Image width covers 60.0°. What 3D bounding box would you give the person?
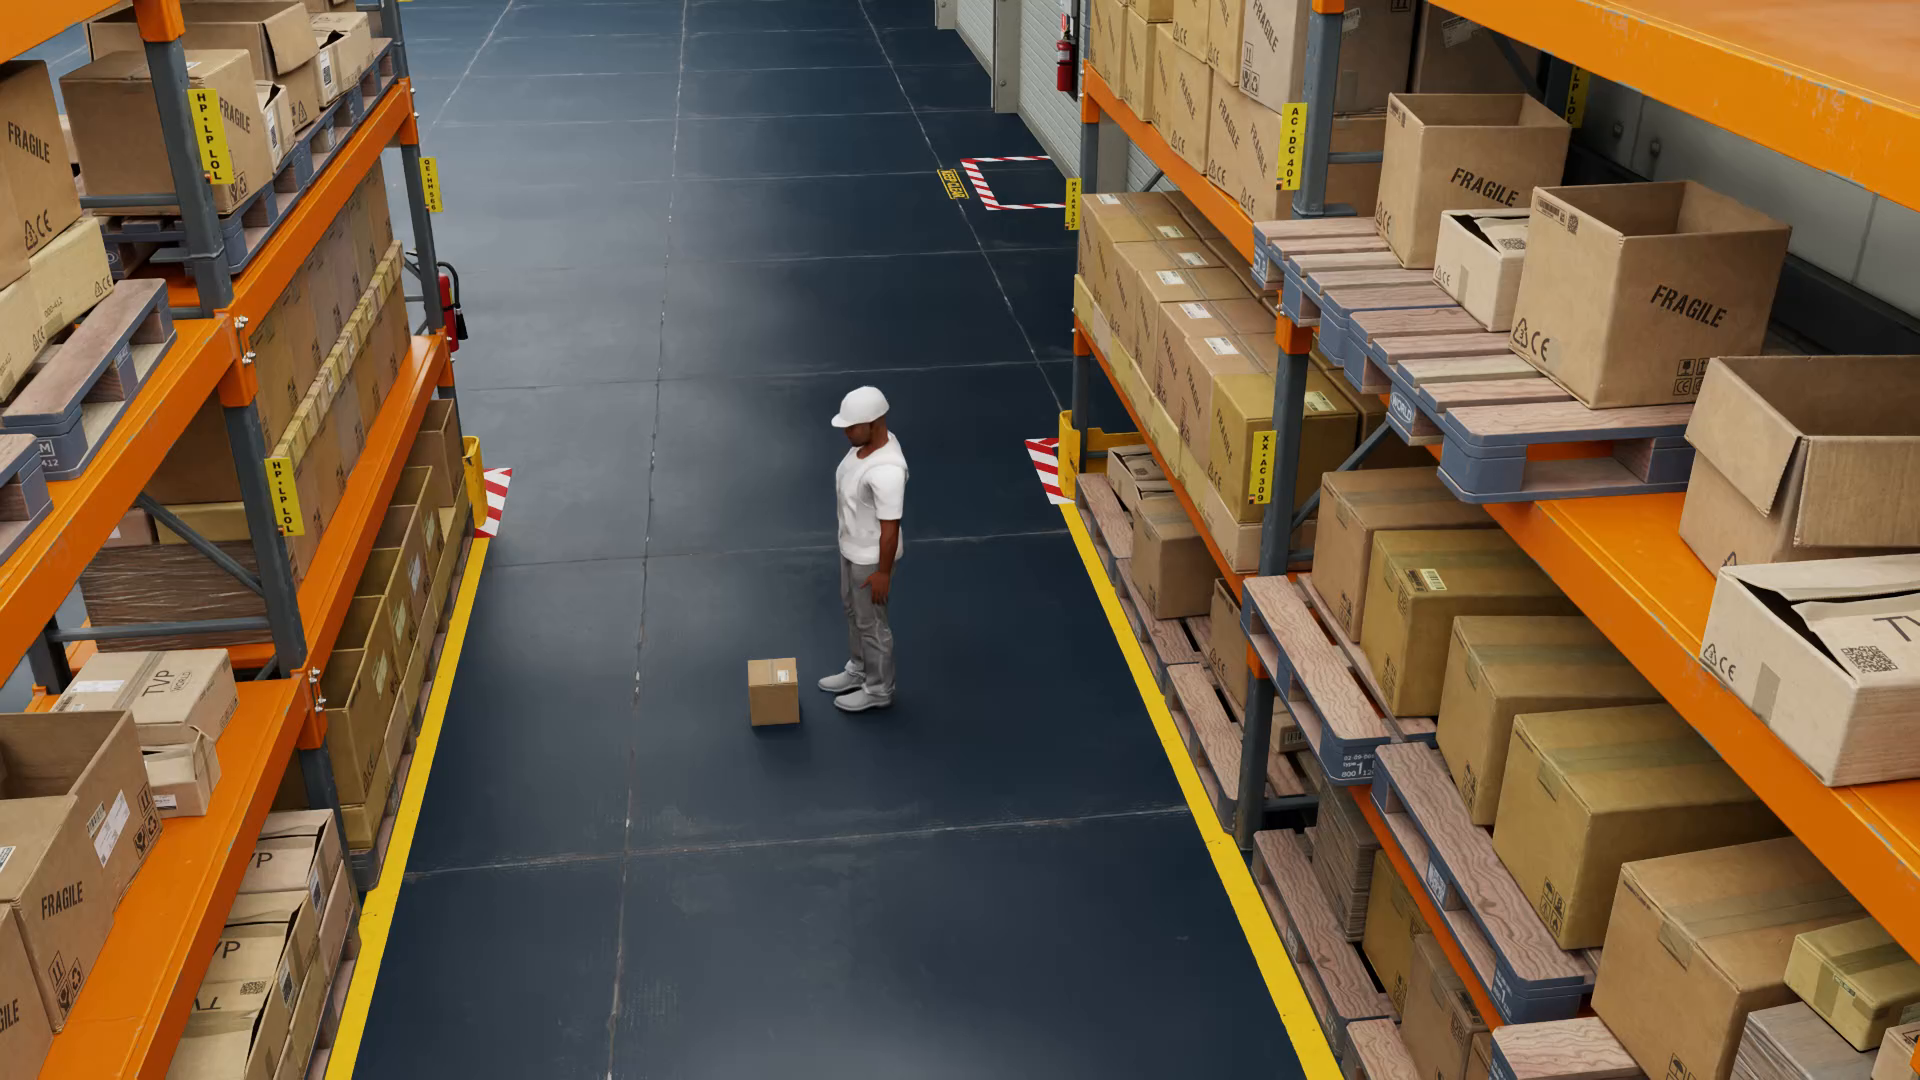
[{"bbox_3d":[-0.504,0.059,8.444,0.459,1.783,0.590,-6,28,-11],"label":"person"}]
